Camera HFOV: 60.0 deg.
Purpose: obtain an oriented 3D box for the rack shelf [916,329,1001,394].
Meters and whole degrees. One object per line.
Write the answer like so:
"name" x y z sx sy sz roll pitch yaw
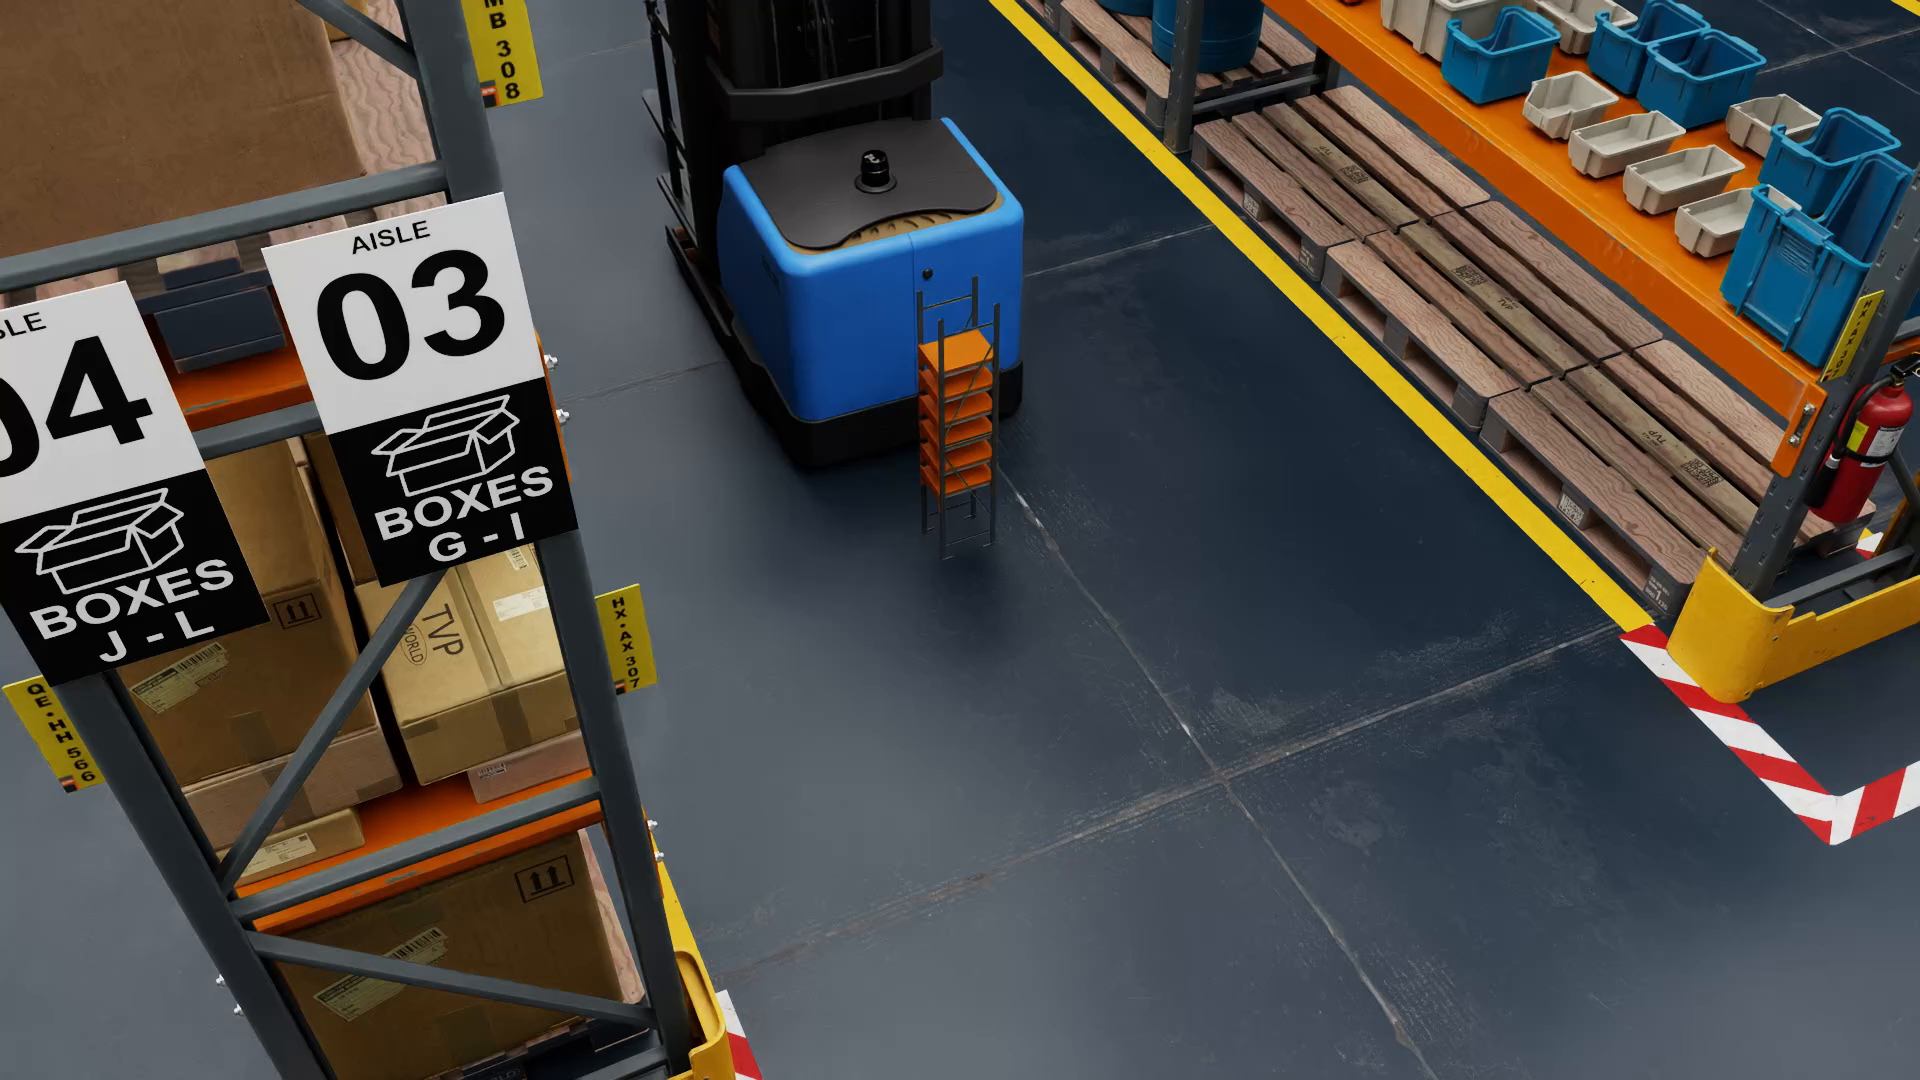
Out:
"rack shelf" -0.006 -0.661 6.116 0.258 0.103 0.180 -18 47 -17

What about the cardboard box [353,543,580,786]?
"cardboard box" -1.206 0.284 4.221 0.500 0.250 0.500 -19 48 -18

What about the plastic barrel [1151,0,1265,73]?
"plastic barrel" 1.350 -3.044 8.894 0.600 0.901 0.708 -18 47 -17

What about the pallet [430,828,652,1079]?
"pallet" -1.656 1.229 5.355 1.003 0.211 1.213 -18 47 -17

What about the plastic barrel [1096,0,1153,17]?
"plastic barrel" 1.052 -3.495 9.351 0.600 0.901 0.708 -18 47 -17

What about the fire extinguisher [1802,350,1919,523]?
"fire extinguisher" 2.896 -0.350 5.289 0.296 0.674 0.183 -18 47 -17

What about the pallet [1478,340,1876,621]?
"pallet" 2.933 -0.285 6.888 1.003 0.211 1.213 -18 47 -17

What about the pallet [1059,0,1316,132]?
"pallet" 1.276 -2.801 9.438 1.003 0.211 1.213 -18 47 -17

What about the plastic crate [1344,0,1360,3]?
"plastic crate" 1.711 -2.690 7.253 0.402 0.464 0.583 -18 47 -17

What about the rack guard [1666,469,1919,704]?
"rack guard" 3.267 0.161 6.231 1.175 0.500 0.348 -18 47 -17

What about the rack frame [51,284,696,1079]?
"rack frame" -1.249 0.722 3.882 1.000 3.000 0.127 -18 47 -17

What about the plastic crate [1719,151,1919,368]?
"plastic crate" 2.935 -0.933 5.492 0.616 0.435 0.499 -18 47 -17

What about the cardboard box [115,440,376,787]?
"cardboard box" -1.692 0.170 3.803 0.500 0.500 0.500 -17 47 -17

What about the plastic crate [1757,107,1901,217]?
"plastic crate" 3.163 -1.376 6.086 0.416 0.233 0.300 -18 47 -17

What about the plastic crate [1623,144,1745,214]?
"plastic crate" 2.629 -1.323 6.100 0.396 0.136 0.243 -18 47 -17

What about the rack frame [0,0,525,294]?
"rack frame" -1.249 -1.413 1.775 1.000 3.000 0.127 -18 47 -17

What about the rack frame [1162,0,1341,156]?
"rack frame" 1.563 -3.289 7.948 1.000 3.000 0.127 -18 47 -17

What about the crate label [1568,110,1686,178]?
"crate label" 2.490 -1.493 6.273 0.396 0.136 0.243 -18 47 -17

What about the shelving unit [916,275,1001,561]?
"shelving unit" -0.006 -0.436 6.338 0.258 1.200 0.189 -18 47 -17

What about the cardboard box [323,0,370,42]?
"cardboard box" -1.643 -1.276 3.330 0.700 0.500 0.500 -20 48 -19

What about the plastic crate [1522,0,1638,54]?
"plastic crate" 2.568 -2.196 6.985 0.293 0.136 0.466 -18 47 -17

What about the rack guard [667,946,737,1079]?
"rack guard" -1.239 1.627 4.745 1.175 0.500 0.348 -18 47 -17

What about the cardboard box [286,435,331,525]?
"cardboard box" -2.120 -0.208 4.720 0.500 0.250 0.500 -20 48 -19

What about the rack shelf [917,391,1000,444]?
"rack shelf" -0.006 -0.490 6.285 0.258 0.103 0.180 -18 47 -17

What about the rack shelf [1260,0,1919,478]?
"rack shelf" 2.404 -1.759 6.909 1.077 0.370 4.000 -18 47 -17

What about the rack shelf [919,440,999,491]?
"rack shelf" -0.006 -0.319 6.453 0.258 0.103 0.180 -18 47 -17

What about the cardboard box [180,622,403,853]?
"cardboard box" -1.693 0.439 4.064 0.500 0.250 0.500 -19 48 -18

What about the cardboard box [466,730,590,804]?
"cardboard box" -1.099 0.488 4.299 0.380 0.149 0.250 -18 47 -17

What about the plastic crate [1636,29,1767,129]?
"plastic crate" 2.886 -1.796 6.511 0.416 0.233 0.300 -18 47 -17

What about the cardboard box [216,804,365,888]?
"cardboard box" -1.697 0.682 4.102 0.380 0.149 0.250 -17 47 -17

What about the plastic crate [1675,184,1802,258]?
"plastic crate" 2.738 -1.134 5.909 0.396 0.136 0.243 -18 47 -17

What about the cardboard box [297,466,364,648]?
"cardboard box" -1.906 0.116 4.392 0.500 0.250 0.500 -19 48 -18

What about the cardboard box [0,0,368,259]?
"cardboard box" -1.516 -0.882 2.931 0.700 0.500 0.500 -21 48 -20

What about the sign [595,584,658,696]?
"sign" -0.743 0.226 3.713 0.100 0.325 0.005 -18 47 -17

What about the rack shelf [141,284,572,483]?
"rack shelf" -2.090 -1.364 4.373 1.077 0.370 4.000 -18 47 -17

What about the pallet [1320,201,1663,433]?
"pallet" 2.424 -1.061 7.675 1.003 0.211 1.213 -18 47 -17

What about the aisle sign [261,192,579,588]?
"aisle sign" -0.946 -0.246 3.012 0.394 0.787 0.004 -18 47 -17

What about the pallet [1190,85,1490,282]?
"pallet" 1.907 -1.840 8.464 1.003 0.211 1.213 -18 47 -17

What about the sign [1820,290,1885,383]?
"sign" 2.753 -0.626 5.132 0.100 0.325 0.005 -18 47 -17

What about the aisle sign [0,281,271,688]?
"aisle sign" -1.491 -0.069 2.833 0.394 0.787 0.004 -18 47 -17

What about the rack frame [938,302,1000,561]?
"rack frame" 0.032 -0.378 6.279 0.240 1.200 0.006 -18 47 -17

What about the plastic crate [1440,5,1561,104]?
"plastic crate" 2.149 -1.935 6.652 0.416 0.233 0.300 -18 47 -17

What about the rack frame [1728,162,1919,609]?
"rack frame" 3.245 -0.740 5.365 1.000 3.000 0.127 -18 47 -17

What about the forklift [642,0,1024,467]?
"forklift" -0.781 -2.397 7.093 1.130 2.935 3.031 -17 47 -16

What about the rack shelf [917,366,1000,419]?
"rack shelf" -0.006 -0.576 6.201 0.258 0.103 0.180 -18 47 -17

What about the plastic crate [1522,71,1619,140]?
"plastic crate" 2.348 -1.676 6.458 0.298 0.136 0.250 -18 47 -17

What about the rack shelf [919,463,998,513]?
"rack shelf" -0.006 -0.234 6.538 0.258 0.103 0.180 -18 47 -17

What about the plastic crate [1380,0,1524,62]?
"plastic crate" 2.038 -2.241 6.927 0.437 0.282 0.530 -18 47 -17

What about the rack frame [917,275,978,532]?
"rack frame" -0.045 -0.495 6.397 0.240 1.200 0.006 -18 47 -17

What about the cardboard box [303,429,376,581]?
"cardboard box" -1.416 -0.301 4.281 0.500 0.500 0.500 -19 48 -18

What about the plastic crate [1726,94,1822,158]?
"plastic crate" 3.095 -1.584 6.364 0.250 0.136 0.298 -18 47 -17

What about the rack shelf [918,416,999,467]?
"rack shelf" -0.006 -0.405 6.369 0.258 0.103 0.180 -18 47 -17

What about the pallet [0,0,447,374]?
"pallet" -1.570 -0.783 3.336 1.003 0.211 1.213 -18 47 -17

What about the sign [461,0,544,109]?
"sign" -0.743 -0.845 2.656 0.100 0.325 0.005 -18 47 -17

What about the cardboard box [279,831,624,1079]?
"cardboard box" -1.591 0.945 4.870 0.875 0.875 0.875 -18 47 -17

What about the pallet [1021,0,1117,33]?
"pallet" 0.760 -3.579 10.227 1.003 0.211 1.213 -18 47 -17

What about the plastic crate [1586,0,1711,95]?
"plastic crate" 2.760 -1.987 6.705 0.416 0.233 0.300 -18 47 -17

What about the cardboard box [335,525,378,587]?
"cardboard box" -1.430 -0.045 4.555 0.500 0.250 0.500 -19 48 -18

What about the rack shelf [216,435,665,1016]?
"rack shelf" -2.090 -0.296 5.427 1.077 0.370 4.000 -18 47 -17

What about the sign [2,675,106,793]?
"sign" -1.747 0.377 3.239 0.100 0.325 0.005 -18 47 -17
